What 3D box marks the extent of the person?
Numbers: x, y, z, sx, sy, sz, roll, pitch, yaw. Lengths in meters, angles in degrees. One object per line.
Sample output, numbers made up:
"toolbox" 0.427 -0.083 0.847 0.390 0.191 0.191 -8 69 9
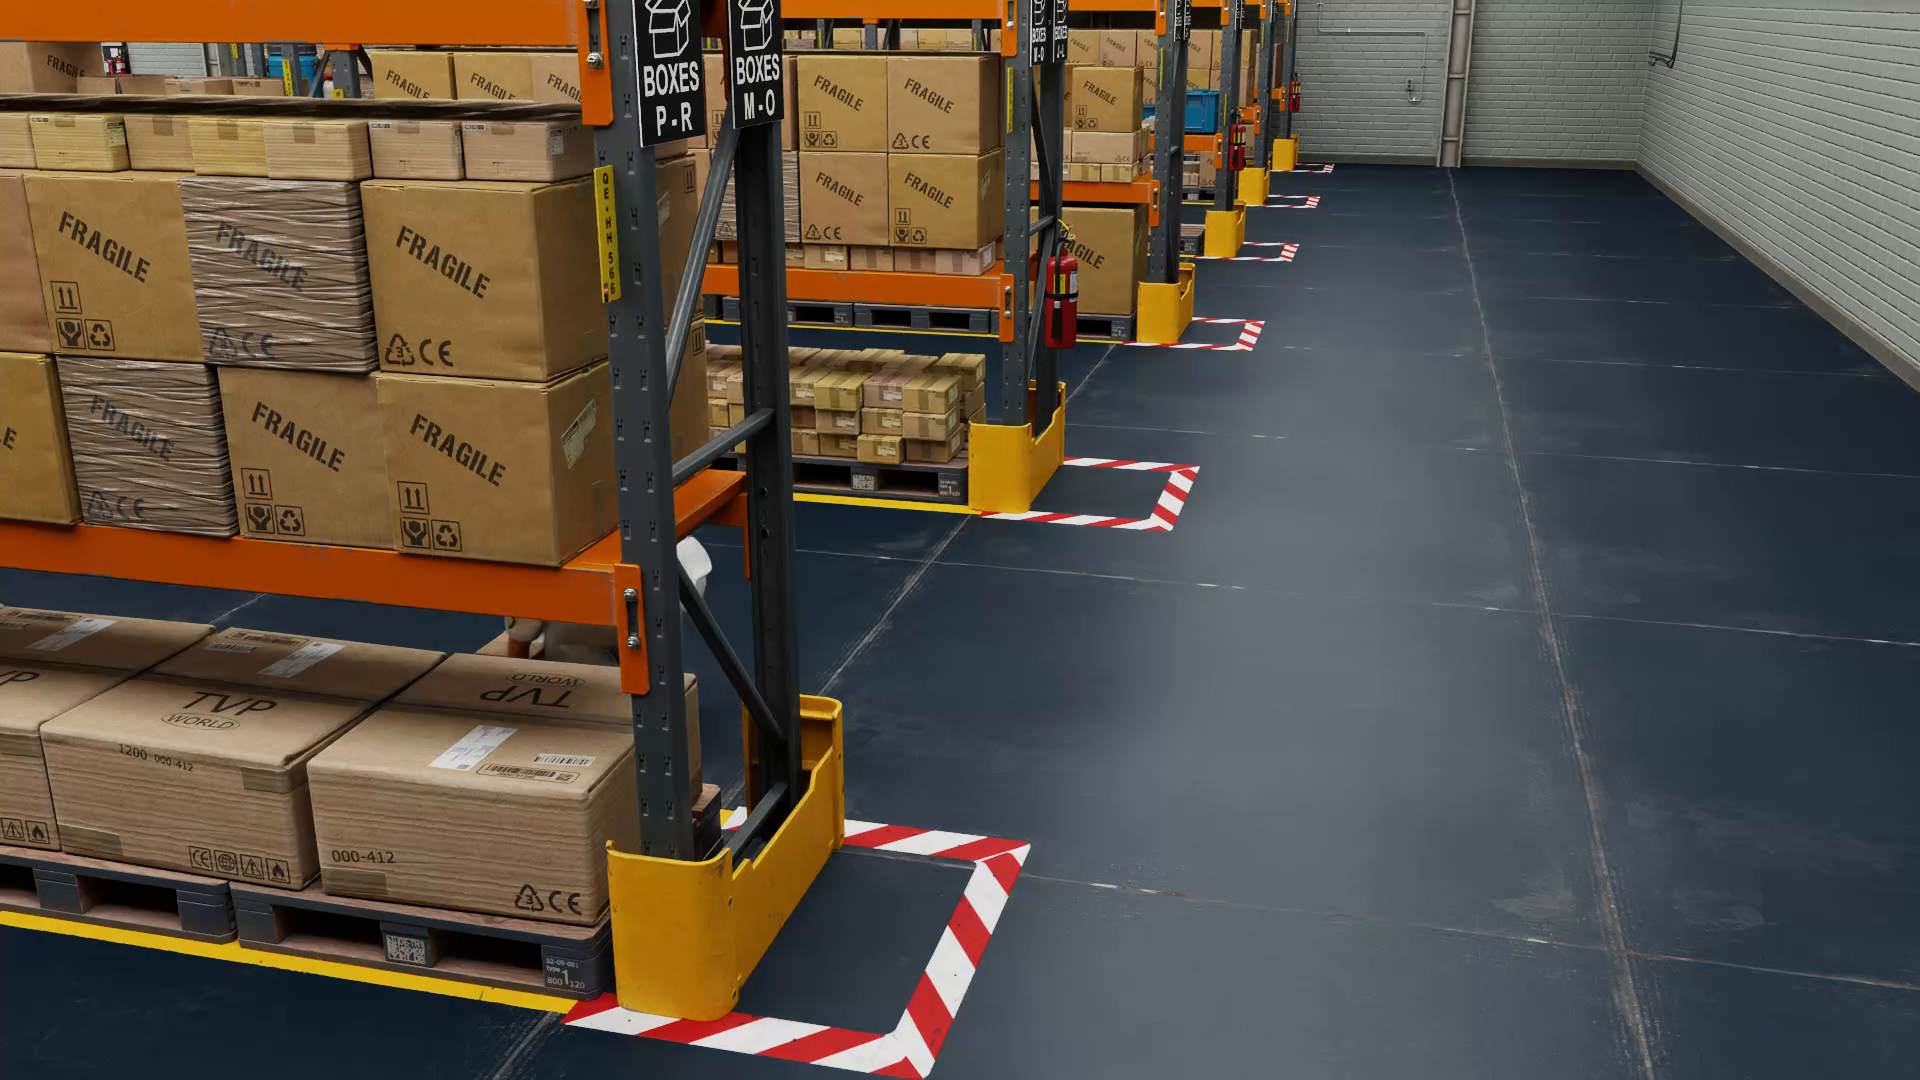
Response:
"person" -1.506 0.308 6.635 1.031 0.840 0.532 4 19 12
